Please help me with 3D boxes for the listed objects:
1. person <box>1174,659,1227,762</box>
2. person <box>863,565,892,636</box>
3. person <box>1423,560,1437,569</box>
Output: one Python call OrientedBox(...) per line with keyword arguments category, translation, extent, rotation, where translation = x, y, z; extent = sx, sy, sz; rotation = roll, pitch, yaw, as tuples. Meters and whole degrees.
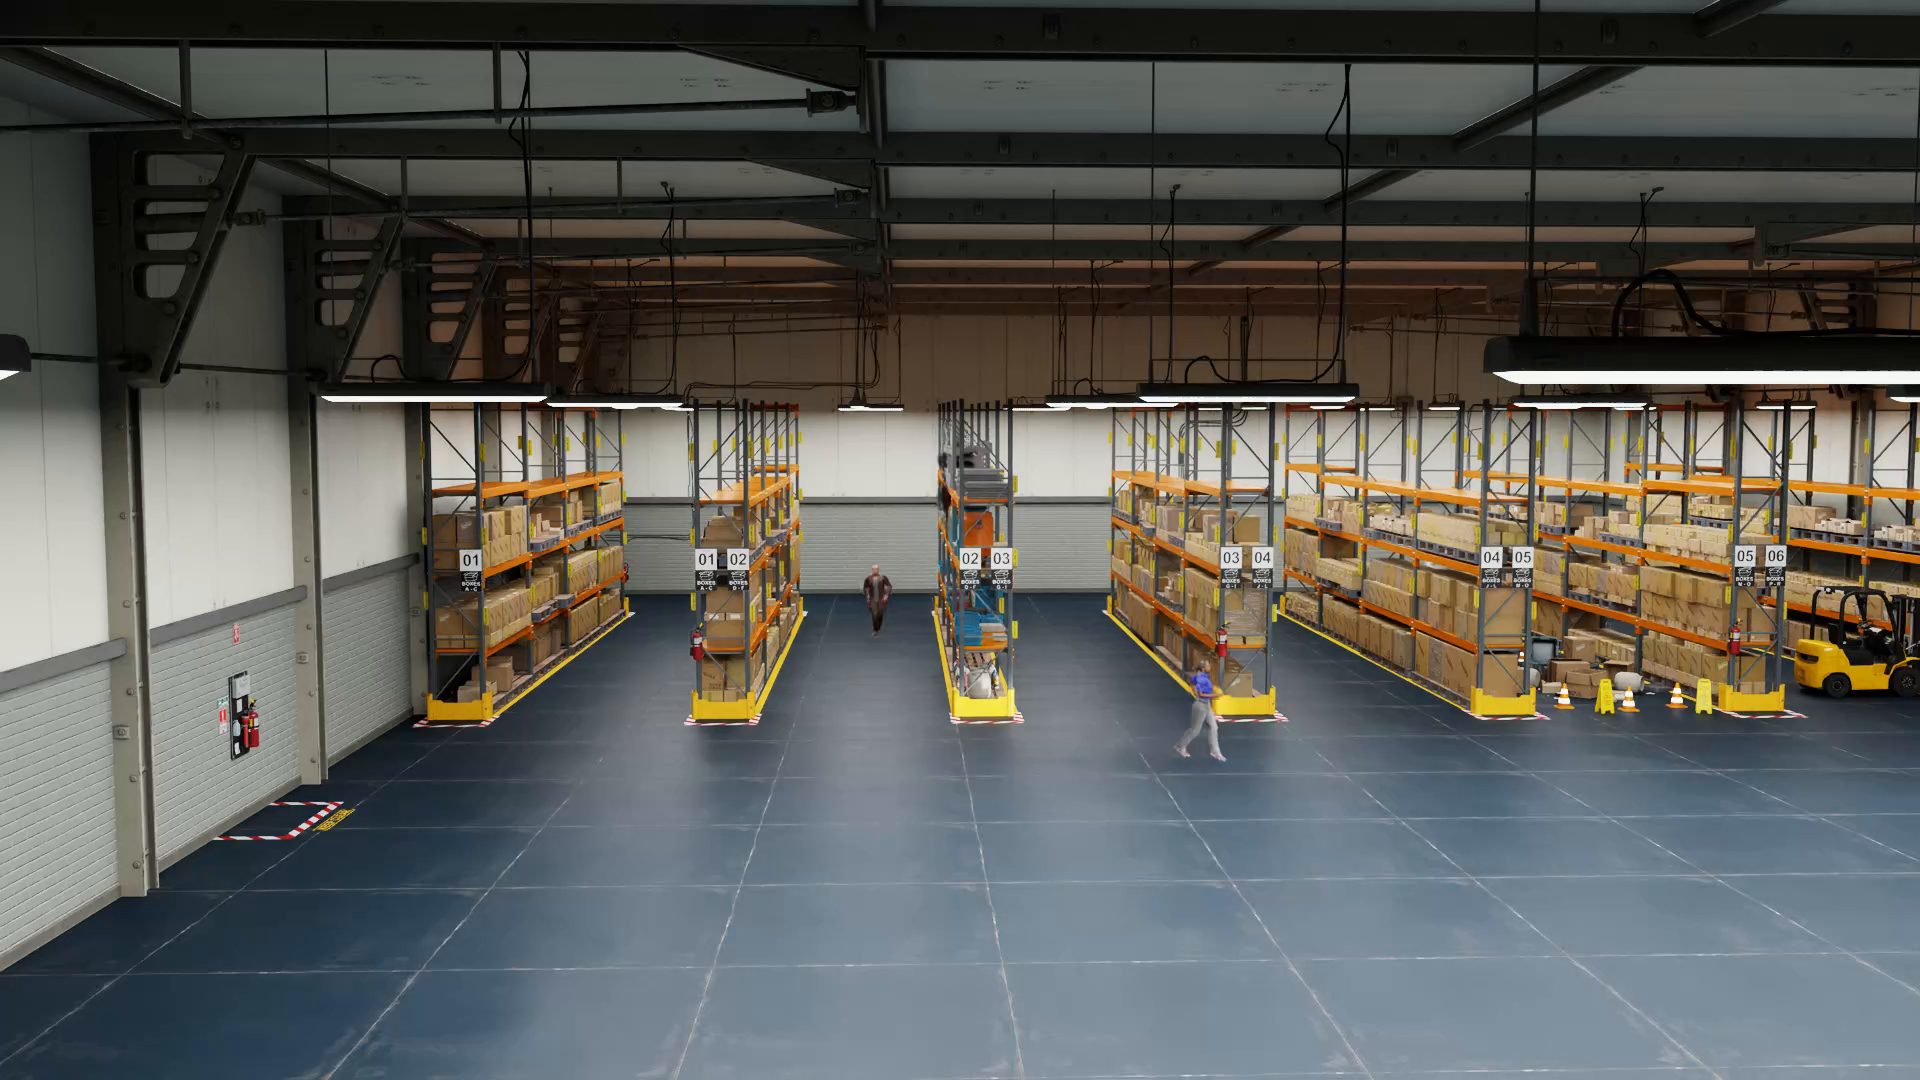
OrientedBox(category="person", translation=(3.961, 2.806, 27.397), extent=(0.851, 1.696, 0.570), rotation=(2, 5, 21))
OrientedBox(category="person", translation=(-2.049, 1.474, 41.088), extent=(0.706, 1.728, 0.718), rotation=(0, 4, 4))
OrientedBox(category="person", translation=(14.069, 1.073, 49.983), extent=(0.578, 1.731, 0.657), rotation=(-1, 4, -14))
